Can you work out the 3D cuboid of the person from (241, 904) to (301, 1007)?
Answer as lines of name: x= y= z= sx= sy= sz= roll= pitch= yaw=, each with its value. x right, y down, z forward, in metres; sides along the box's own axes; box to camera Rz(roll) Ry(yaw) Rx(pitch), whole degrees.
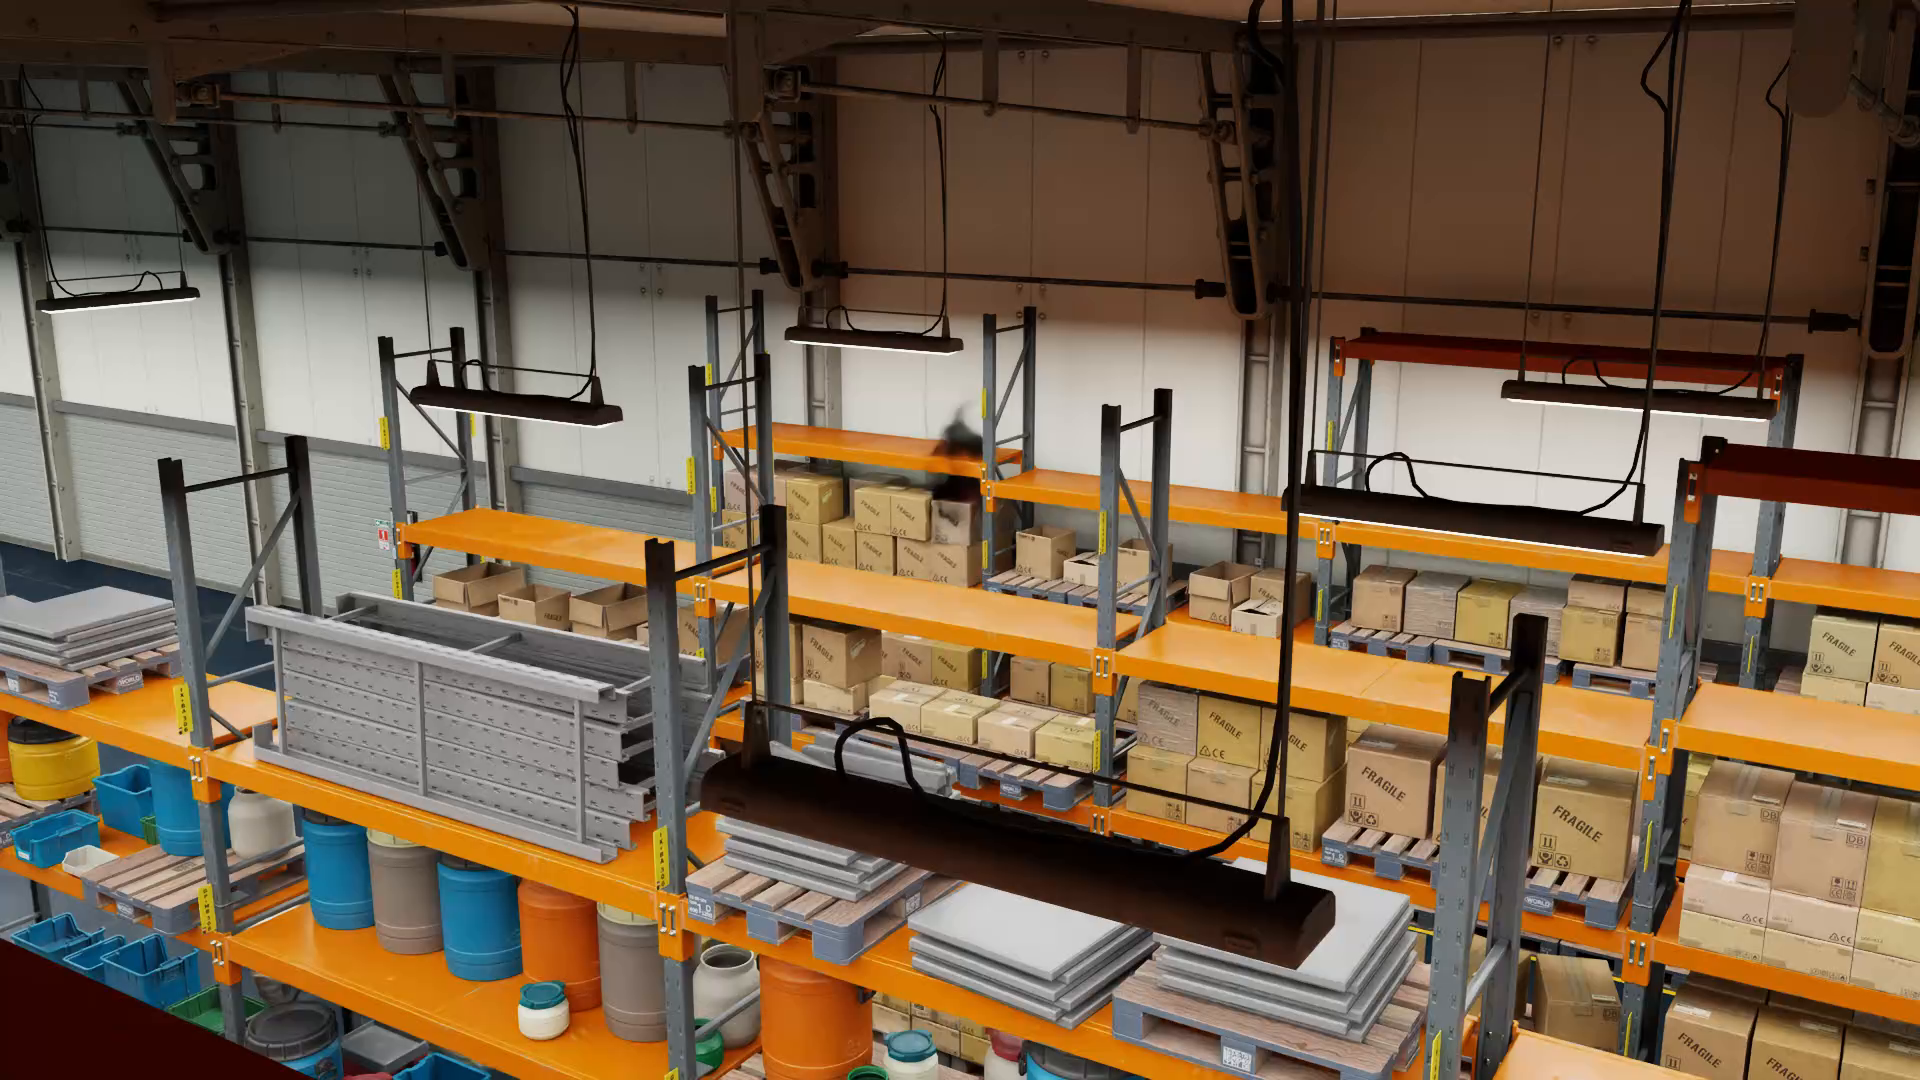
person: x=-5.918 y=3.748 z=14.426 sx=0.725 sy=1.820 sz=0.663 roll=9 pitch=17 yaw=33

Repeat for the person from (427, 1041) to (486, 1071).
person: x=-4.374 y=3.904 z=13.864 sx=0.801 sy=1.739 sz=0.685 roll=5 pitch=15 yaw=18
